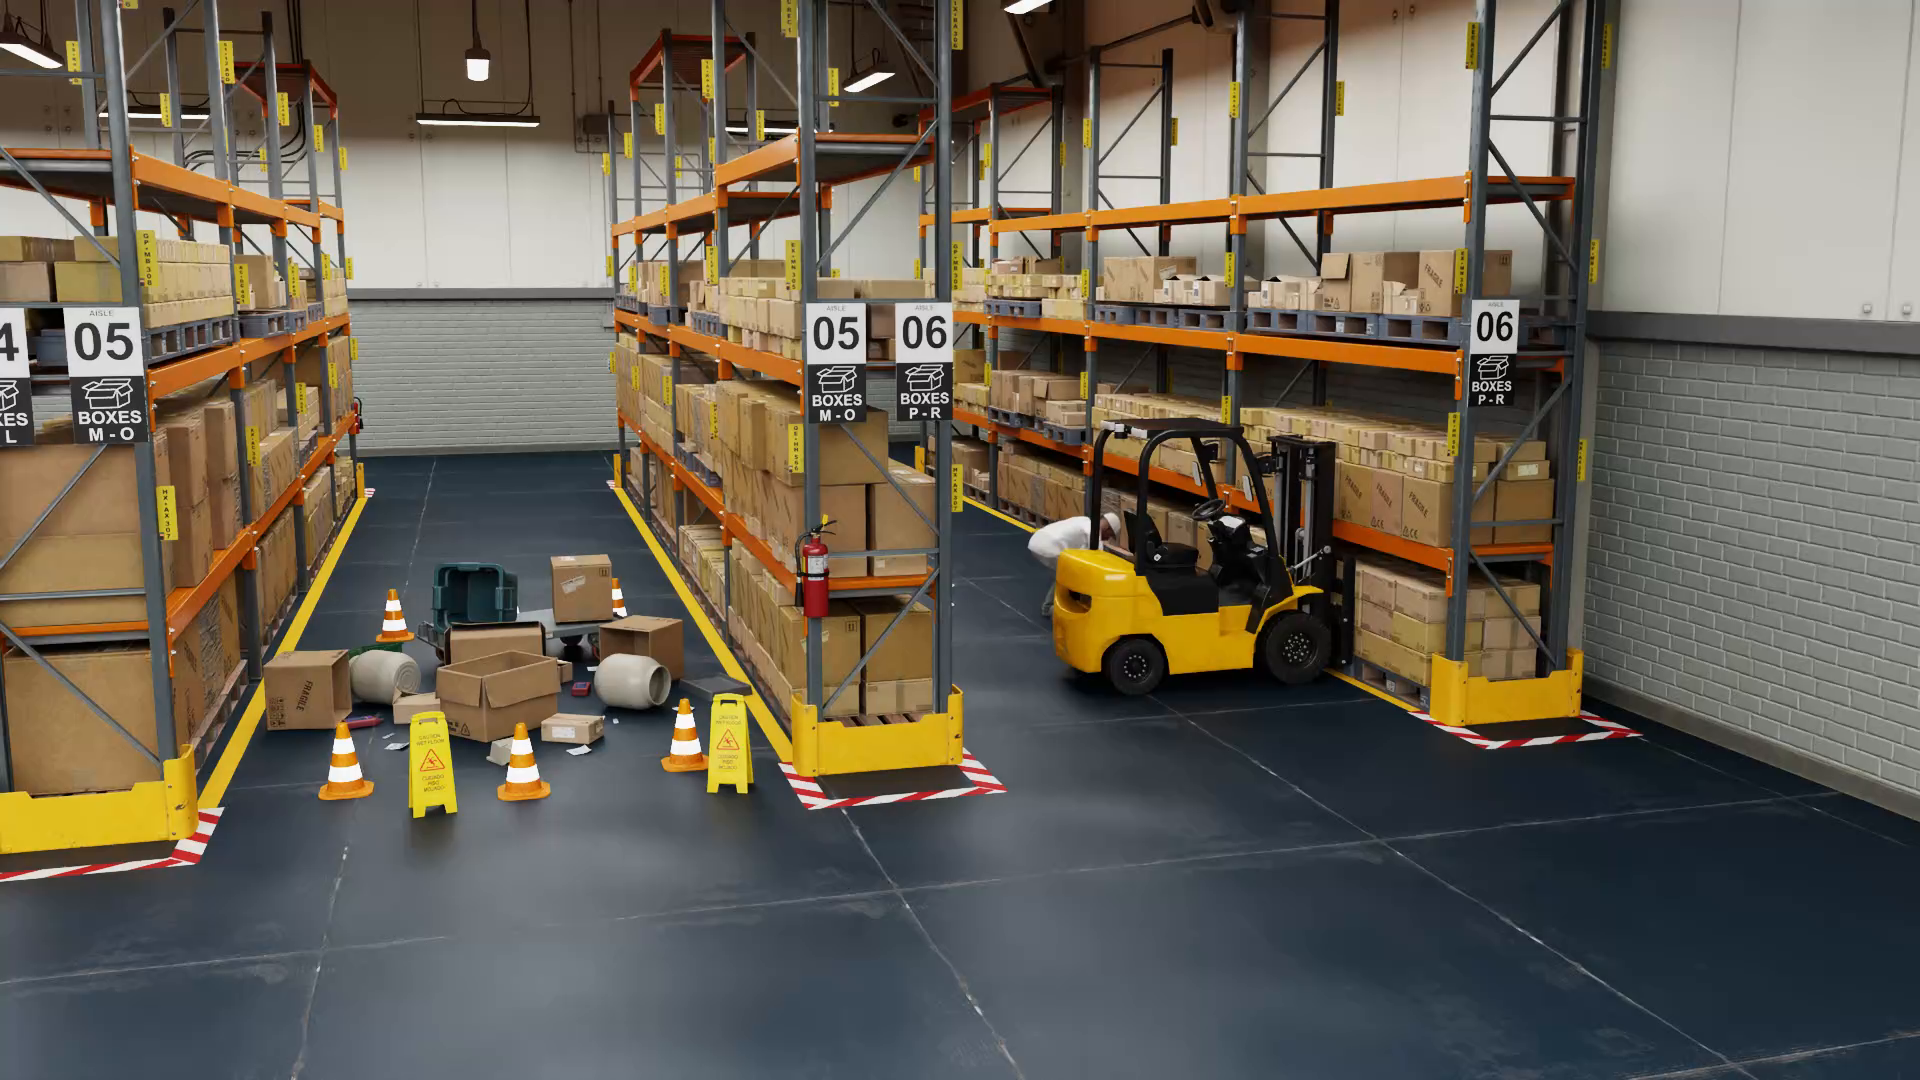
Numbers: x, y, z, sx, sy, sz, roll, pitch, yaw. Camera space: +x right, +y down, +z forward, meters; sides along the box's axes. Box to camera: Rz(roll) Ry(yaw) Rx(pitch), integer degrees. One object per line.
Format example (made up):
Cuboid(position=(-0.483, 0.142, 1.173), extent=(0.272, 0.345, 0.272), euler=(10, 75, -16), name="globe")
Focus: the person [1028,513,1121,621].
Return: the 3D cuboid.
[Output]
Cuboid(position=(1.150, 0.257, 16.531), extent=(0.961, 1.026, 0.522), euler=(-3, 10, -19), name="person")
